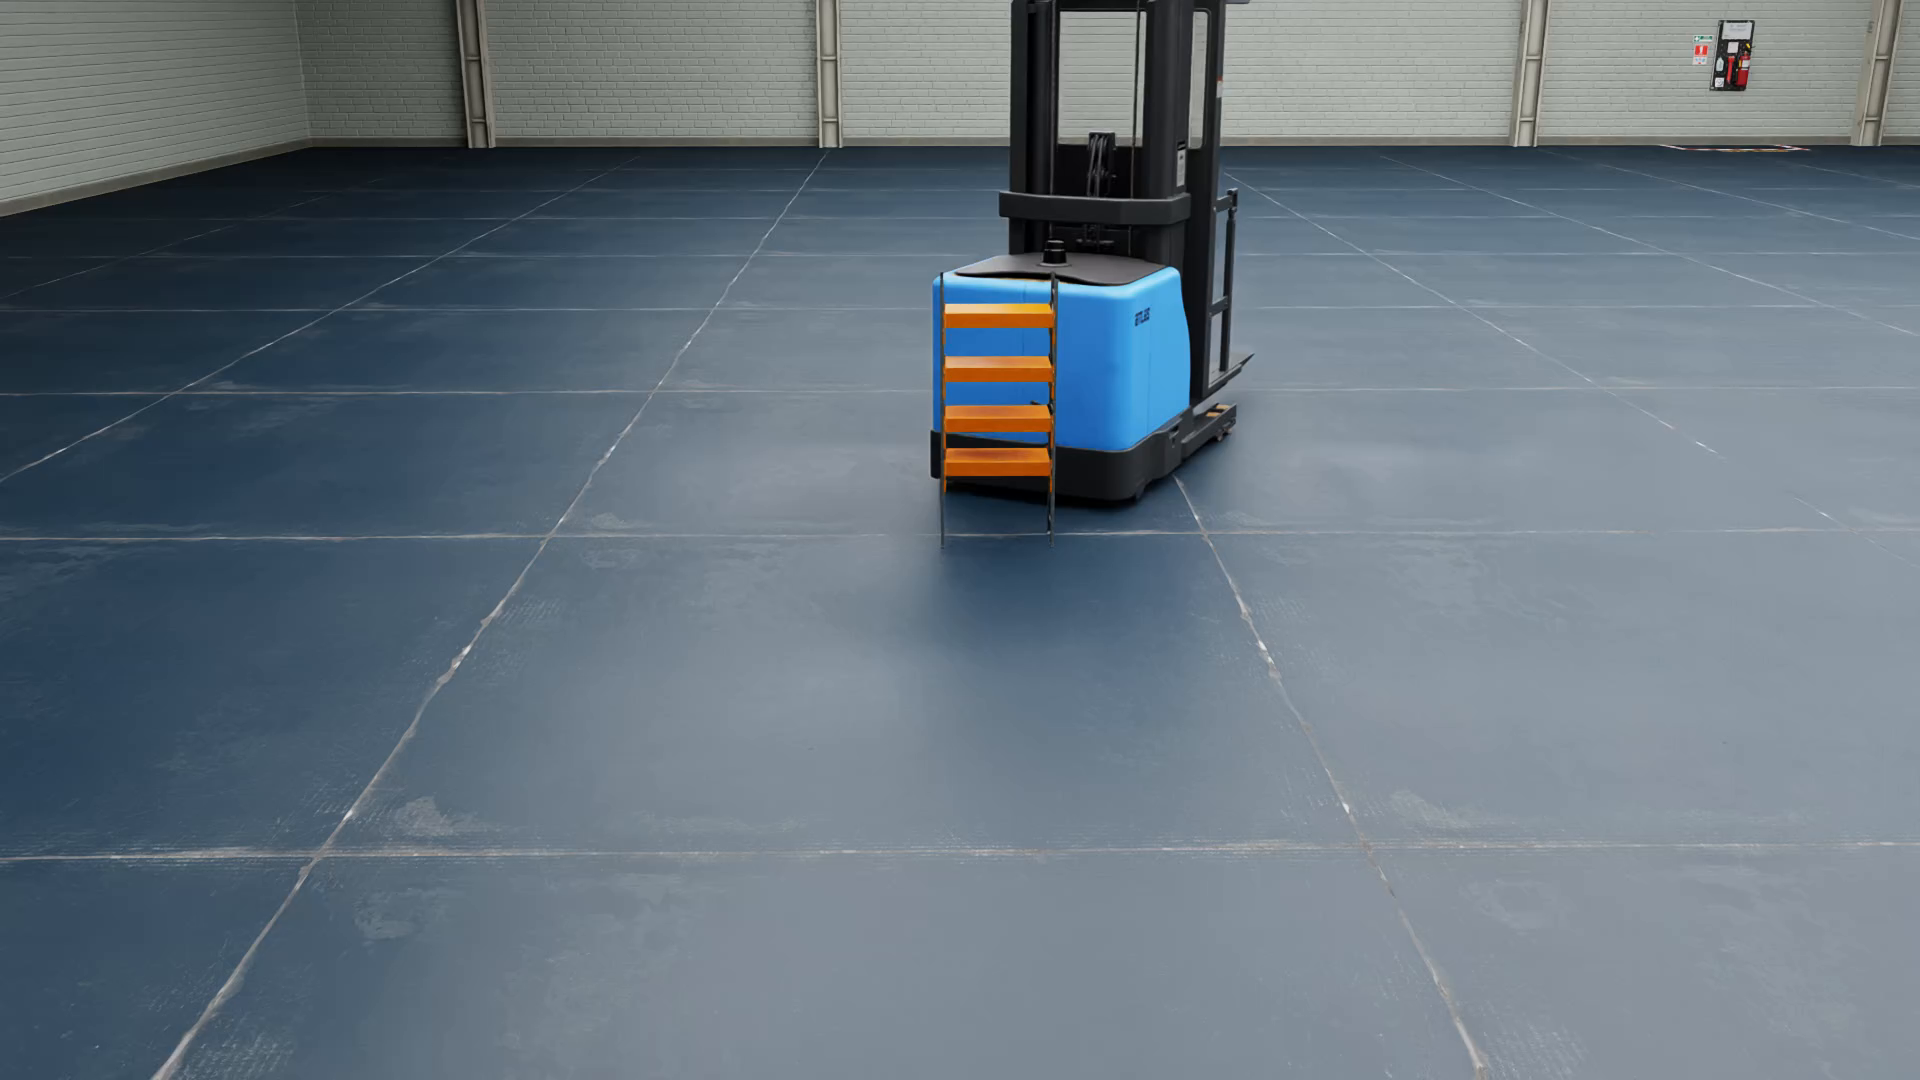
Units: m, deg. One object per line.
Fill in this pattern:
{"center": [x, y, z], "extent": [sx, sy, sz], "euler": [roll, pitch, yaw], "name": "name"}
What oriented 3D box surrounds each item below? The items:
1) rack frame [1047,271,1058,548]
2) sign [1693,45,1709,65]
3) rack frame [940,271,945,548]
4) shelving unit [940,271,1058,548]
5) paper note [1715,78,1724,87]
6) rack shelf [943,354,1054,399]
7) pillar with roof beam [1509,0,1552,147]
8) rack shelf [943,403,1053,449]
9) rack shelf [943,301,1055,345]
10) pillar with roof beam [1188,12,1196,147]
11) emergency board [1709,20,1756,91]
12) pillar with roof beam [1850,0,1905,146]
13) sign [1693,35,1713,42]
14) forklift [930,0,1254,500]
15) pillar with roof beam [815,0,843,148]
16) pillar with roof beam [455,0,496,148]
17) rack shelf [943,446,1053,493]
{"center": [0.409, -0.573, 7.370], "extent": [0.015, 1.200, 0.240], "euler": [0, 18, -1], "name": "rack frame"}
{"center": [12.747, -8.353, 28.616], "extent": [0.234, 0.329, 0.001], "euler": [0, 18, -1], "name": "sign"}
{"center": [-0.078, -0.571, 7.363], "extent": [0.015, 1.200, 0.240], "euler": [0, 18, -1], "name": "rack frame"}
{"center": [0.166, -0.572, 7.367], "extent": [0.503, 1.200, 0.258], "euler": [0, 18, -1], "name": "shelving unit"}
{"center": [13.123, -7.907, 28.729], "extent": [0.142, 0.148, 0.016], "euler": [0, 18, -1], "name": "paper note"}
{"center": [0.166, -0.721, 7.319], "extent": [0.480, 0.148, 0.258], "euler": [0, 18, -1], "name": "rack shelf"}
{"center": [9.842, -9.820, 23.427], "extent": [0.400, 9.000, 9.100], "euler": [0, 18, -1], "name": "pillar with roof beam"}
{"center": [0.166, -0.508, 7.387], "extent": [0.480, 0.148, 0.258], "euler": [0, 18, -1], "name": "rack shelf"}
{"center": [0.166, -0.946, 7.247], "extent": [0.480, 0.148, 0.258], "euler": [0, 18, -1], "name": "rack shelf"}
{"center": [3.842, -9.791, 23.337], "extent": [0.400, 9.000, 9.100], "euler": [0, 18, -1], "name": "pillar with roof beam"}
{"center": [13.302, -8.307, 28.532], "extent": [0.643, 1.169, 0.194], "euler": [0, 18, -1], "name": "emergency board"}
{"center": [15.841, -9.849, 23.517], "extent": [0.400, 9.000, 9.100], "euler": [0, 18, -1], "name": "pillar with roof beam"}
{"center": [12.752, -8.602, 28.527], "extent": [0.331, 0.109, 0.001], "euler": [0, 18, -1], "name": "sign"}
{"center": [0.922, -1.991, 8.955], "extent": [1.130, 2.935, 3.031], "euler": [8, 19, 23], "name": "forklift"}
{"center": [-2.157, -9.762, 23.247], "extent": [0.400, 9.000, 9.100], "euler": [0, 18, -1], "name": "pillar with roof beam"}
{"center": [-8.156, -9.733, 23.157], "extent": [0.400, 9.000, 9.100], "euler": [0, 18, -1], "name": "pillar with roof beam"}
{"center": [0.166, -0.319, 7.448], "extent": [0.480, 0.148, 0.258], "euler": [0, 18, -1], "name": "rack shelf"}
